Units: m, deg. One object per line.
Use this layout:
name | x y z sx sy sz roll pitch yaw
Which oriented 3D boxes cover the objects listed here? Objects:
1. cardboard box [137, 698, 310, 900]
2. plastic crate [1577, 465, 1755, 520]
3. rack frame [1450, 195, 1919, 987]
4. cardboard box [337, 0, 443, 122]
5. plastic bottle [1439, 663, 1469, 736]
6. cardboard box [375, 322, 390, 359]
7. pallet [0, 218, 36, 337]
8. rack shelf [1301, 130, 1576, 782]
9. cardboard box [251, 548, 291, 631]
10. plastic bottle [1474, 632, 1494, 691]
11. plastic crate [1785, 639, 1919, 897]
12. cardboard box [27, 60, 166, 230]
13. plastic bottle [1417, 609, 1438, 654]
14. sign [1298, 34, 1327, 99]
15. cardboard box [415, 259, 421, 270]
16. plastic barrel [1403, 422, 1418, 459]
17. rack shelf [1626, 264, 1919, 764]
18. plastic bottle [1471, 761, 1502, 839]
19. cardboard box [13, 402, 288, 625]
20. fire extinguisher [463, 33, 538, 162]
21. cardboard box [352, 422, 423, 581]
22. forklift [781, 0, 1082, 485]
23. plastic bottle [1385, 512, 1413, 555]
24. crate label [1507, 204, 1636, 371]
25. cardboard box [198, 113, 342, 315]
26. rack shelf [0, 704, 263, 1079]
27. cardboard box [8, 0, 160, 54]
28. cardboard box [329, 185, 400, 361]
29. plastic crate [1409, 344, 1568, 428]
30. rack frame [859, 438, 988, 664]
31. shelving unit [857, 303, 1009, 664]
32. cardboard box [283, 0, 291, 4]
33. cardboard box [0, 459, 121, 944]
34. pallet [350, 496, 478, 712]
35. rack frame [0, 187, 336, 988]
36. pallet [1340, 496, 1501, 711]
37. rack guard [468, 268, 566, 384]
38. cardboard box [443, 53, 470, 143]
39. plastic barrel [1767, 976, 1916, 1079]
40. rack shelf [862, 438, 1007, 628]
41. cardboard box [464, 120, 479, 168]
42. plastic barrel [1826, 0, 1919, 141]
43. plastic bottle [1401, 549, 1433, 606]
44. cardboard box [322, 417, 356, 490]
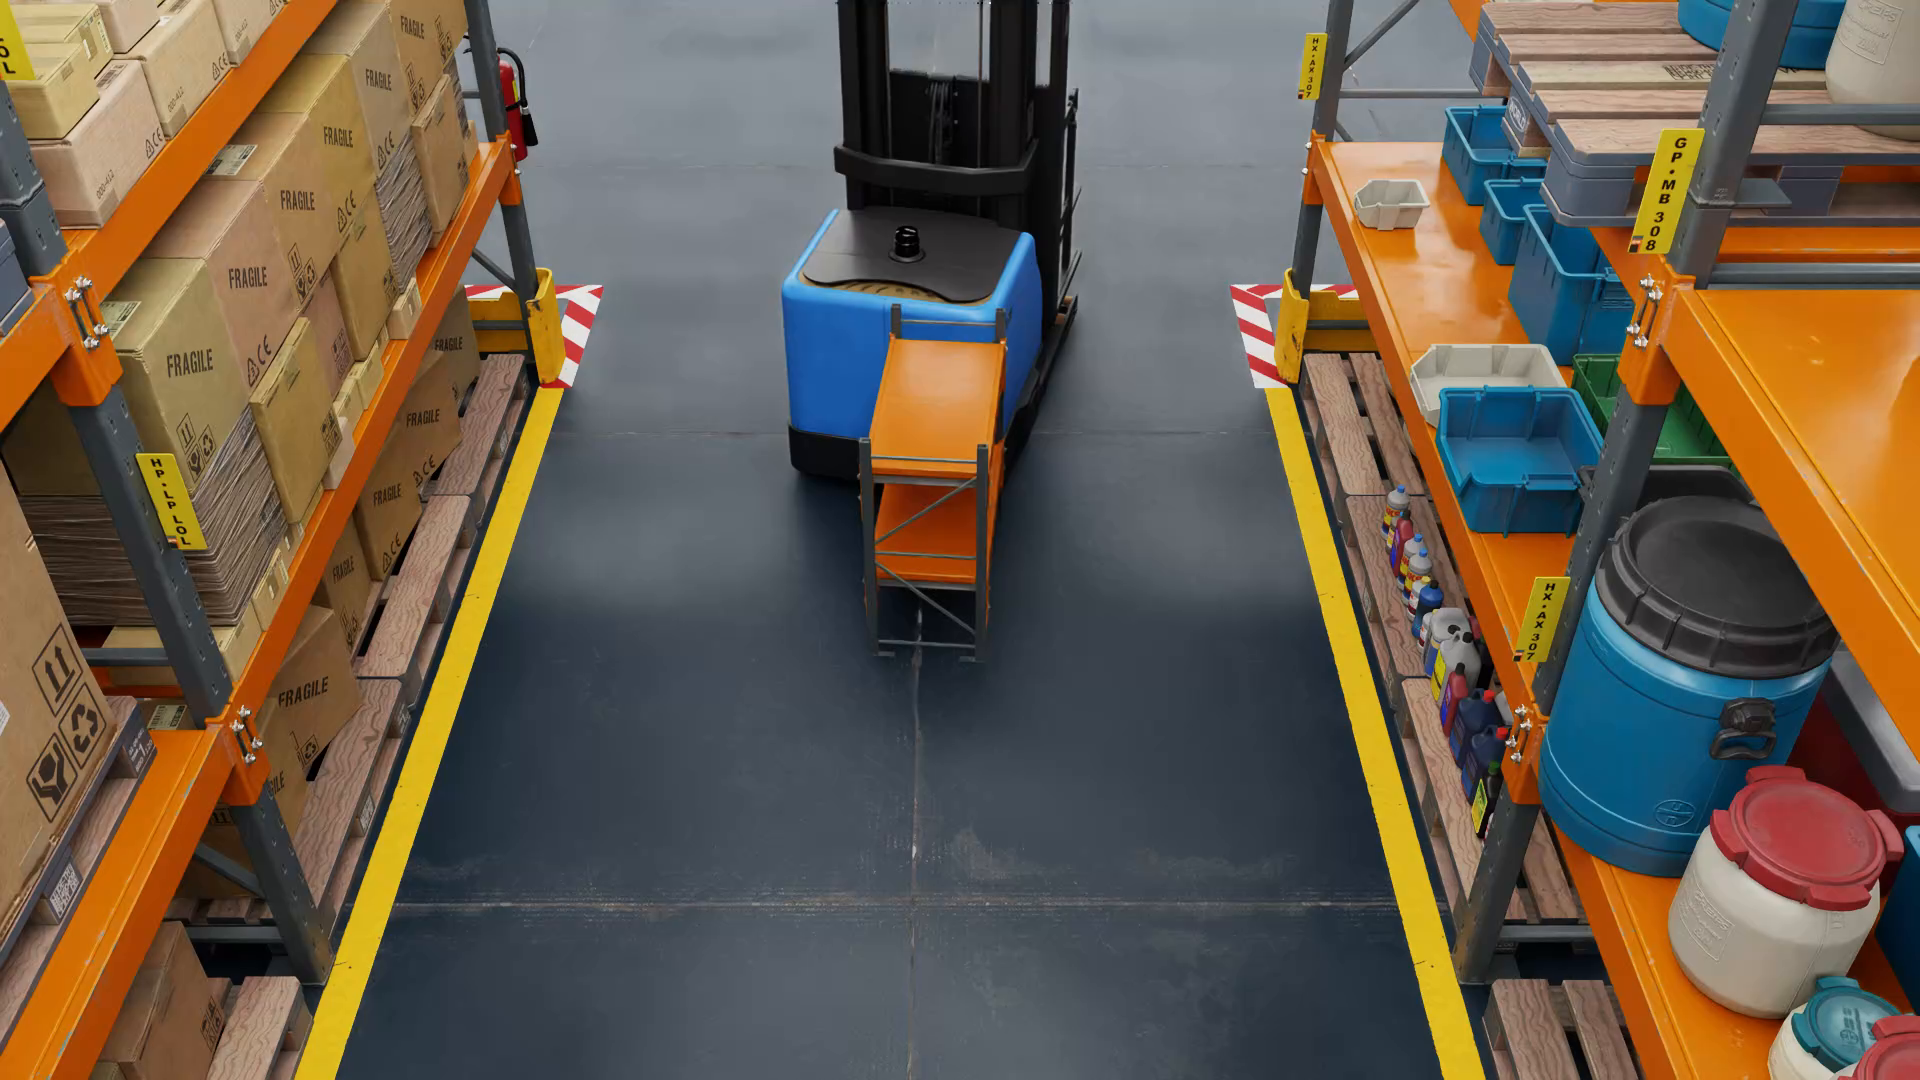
cardboard box | -2.673 0.913 5.875 0.500 0.500 0.500 -1 39 -1
plastic crate | 2.367 0.045 5.345 0.767 0.338 0.504 0 39 0
rack frame | 2.241 0.348 4.917 1.000 3.000 0.127 0 39 0
cardboard box | -2.463 -2.038 6.778 0.500 0.500 0.500 0 39 0
plastic bottle | 1.910 0.612 6.408 0.061 0.283 0.133 2 39 3
cardboard box | -2.473 -0.779 6.524 0.380 0.149 0.250 0 39 0
pallet | -2.818 -0.359 3.551 1.213 0.211 1.003 0 39 0
rack shelf | 2.238 -0.622 6.702 1.077 0.370 4.000 0 39 0
cardboard box | -2.399 0.159 5.354 0.380 0.149 0.250 0 39 0
plastic bottle | 2.054 0.496 6.553 0.061 0.283 0.133 0 39 0
plastic crate | 2.547 0.626 4.519 0.402 0.464 0.583 0 39 0
cardboard box | -2.457 -1.042 4.373 0.500 0.250 0.500 -1 39 -2
plastic bottle | 1.927 0.369 6.777 0.097 0.201 0.097 0 39 0
sign | 1.686 -2.263 7.954 0.100 0.325 0.005 0 39 0
cardboard box | -2.515 -1.248 7.110 0.380 0.149 0.250 0 39 0
plastic barrel | 2.314 -0.621 7.780 0.421 0.512 0.421 0 39 0
rack shelf | 2.243 0.709 2.643 1.077 0.370 4.000 0 39 0
plastic bottle | 1.910 0.936 6.004 0.061 0.283 0.133 2 39 2
cardboard box | -2.651 -0.085 5.139 0.875 0.500 0.500 0 39 0
fire extinguisher | -2.256 -2.191 8.148 0.296 0.674 0.183 0 39 0
cardboard box | -2.716 -0.182 7.242 0.500 0.500 0.500 3 39 4
forklift | 0.031 -2.266 8.234 1.130 2.935 3.031 9 40 11
plastic bottle | 1.927 -0.034 7.280 0.097 0.201 0.097 0 39 0
crate label | 2.509 -1.016 6.591 0.502 0.435 0.616 0 39 0
cardboard box | -2.461 -1.100 5.607 0.500 0.500 0.500 0 39 0
rack shelf | -2.710 1.883 3.577 1.077 0.370 4.000 0 39 0
cardboard box | -2.452 -1.456 4.571 0.380 0.149 0.250 0 39 0
cardboard box | -2.677 -1.023 6.310 0.875 0.500 0.500 0 39 0
plastic crate | 1.985 -0.564 6.266 0.530 0.136 0.437 0 39 0
rack frame | -0.140 0.065 6.770 0.500 1.125 0.032 3 39 4
shelving unit | -0.096 -0.252 7.165 0.538 1.125 1.048 3 39 4
cardboard box | -2.461 -2.013 5.585 0.500 0.250 0.500 -1 39 -1
cardboard box | -2.851 0.451 3.973 1.000 1.000 1.000 0 39 0
pallet | -2.753 0.255 7.263 1.003 0.211 1.213 0 39 0
rack frame | -2.712 0.352 4.912 1.000 3.000 0.127 0 39 0
pallet | 2.277 0.252 7.267 1.003 0.211 1.213 0 39 0
rack guard | -2.717 -1.127 8.756 1.175 0.500 0.348 0 39 0
cardboard box | -2.744 -1.961 7.480 0.875 0.500 0.500 0 39 0
plastic barrel | 2.089 1.230 3.927 0.301 0.262 0.301 0 39 0
rack shelf | -0.096 -0.061 7.318 0.538 0.278 1.000 3 39 4
cardboard box | -2.510 -1.873 7.890 0.380 0.149 0.250 0 39 0
plastic barrel | 2.437 -1.299 4.149 0.421 0.512 0.421 0 39 0
plastic bottle | 1.927 0.151 6.993 0.097 0.271 0.097 0 39 0
cardboard box | -2.396 -0.310 5.939 0.380 0.149 0.250 0 39 0
